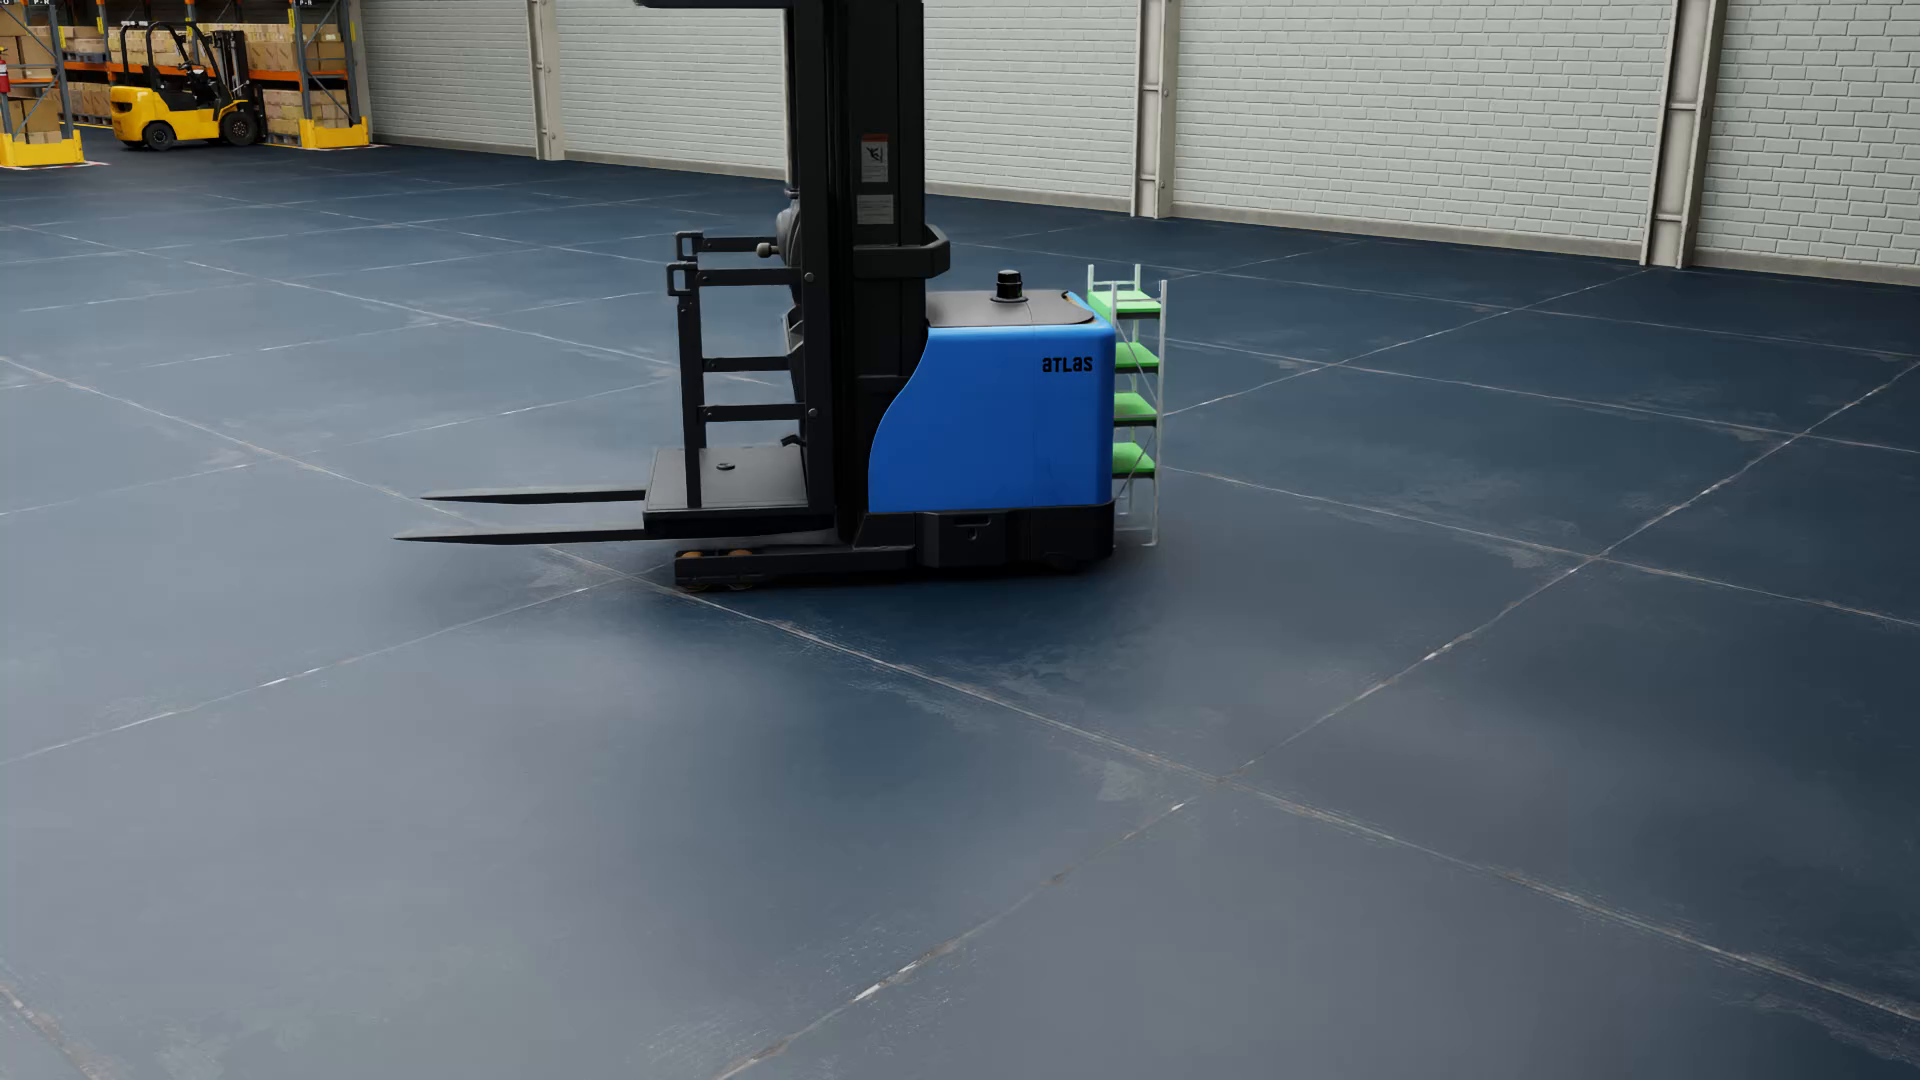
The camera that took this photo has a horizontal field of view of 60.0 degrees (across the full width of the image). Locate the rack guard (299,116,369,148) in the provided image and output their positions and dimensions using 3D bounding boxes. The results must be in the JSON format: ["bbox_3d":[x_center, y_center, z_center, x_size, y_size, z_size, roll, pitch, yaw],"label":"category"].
[{"bbox_3d":[-11.254,-7.343,29.921,0.348,0.500,1.175,15,23,39],"label":"rack guard"}]

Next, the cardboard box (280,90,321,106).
[{"bbox_3d":[-11.823,-7.927,29.829,0.500,0.250,0.500,16,24,41],"label":"cardboard box"}]

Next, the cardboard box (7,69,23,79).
[{"bbox_3d":[-14.986,-7.322,26.140,0.250,0.149,0.380,16,24,41],"label":"cardboard box"}]

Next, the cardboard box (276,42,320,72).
[{"bbox_3d":[-11.814,-8.626,29.668,0.500,0.500,0.500,14,23,38],"label":"cardboard box"}]

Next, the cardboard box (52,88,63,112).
[{"bbox_3d":[-19.630,-9.704,36.669,0.500,0.500,0.500,15,23,39],"label":"cardboard box"}]

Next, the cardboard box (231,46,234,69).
[{"bbox_3d":[-13.325,-9.039,30.970,0.500,0.500,0.500,15,23,39],"label":"cardboard box"}]

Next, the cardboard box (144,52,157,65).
[{"bbox_3d":[-15.936,-9.621,33.216,0.500,0.250,0.500,16,24,41],"label":"cardboard box"}]

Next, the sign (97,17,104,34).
[{"bbox_3d":[-17.609,-10.535,34.064,0.005,0.325,0.100,15,23,39],"label":"sign"}]

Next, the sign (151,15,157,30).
[{"bbox_3d":[-16.889,-10.823,34.843,0.005,0.325,0.100,15,23,39],"label":"sign"}]

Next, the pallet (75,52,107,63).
[{"bbox_3d":[-17.809,-10.174,35.028,1.003,0.211,1.213,15,23,39],"label":"pallet"}]

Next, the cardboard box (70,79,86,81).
[{"bbox_3d":[-19.781,-10.258,37.340,0.250,0.149,0.380,14,22,37],"label":"cardboard box"}]

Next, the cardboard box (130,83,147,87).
[{"bbox_3d":[-17.439,-9.638,35.389,0.250,0.149,0.380,17,24,42],"label":"cardboard box"}]

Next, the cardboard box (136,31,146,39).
[{"bbox_3d":[-16.240,-10.115,33.286,0.250,0.149,0.380,16,23,40],"label":"cardboard box"}]

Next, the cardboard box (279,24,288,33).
[{"bbox_3d":[-11.885,-9.104,29.611,0.250,0.149,0.380,15,23,39],"label":"cardboard box"}]

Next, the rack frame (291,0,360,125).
[{"bbox_3d":[-11.272,-8.539,29.559,0.127,3.000,1.000,15,23,39],"label":"rack frame"}]

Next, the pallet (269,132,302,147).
[{"bbox_3d":[-11.872,-7.354,30.434,1.213,0.211,1.003,15,23,39],"label":"pallet"}]

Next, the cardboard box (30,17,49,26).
[{"bbox_3d":[-21.184,-11.735,38.147,0.500,0.500,0.500,14,23,38],"label":"cardboard box"}]

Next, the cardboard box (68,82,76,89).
[{"bbox_3d":[-19.137,-9.886,36.169,0.250,0.149,0.380,16,24,41],"label":"cardboard box"}]

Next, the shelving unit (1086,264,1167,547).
[{"bbox_3d":[0.741,-0.617,7.573,0.258,1.200,0.503,-2,18,-7],"label":"shelving unit"}]

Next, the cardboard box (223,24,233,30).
[{"bbox_3d":[-13.433,-9.507,30.881,0.250,0.149,0.380,15,23,38],"label":"cardboard box"}]

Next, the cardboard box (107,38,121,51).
[{"bbox_3d":[-17.102,-10.162,34.094,0.500,0.250,0.500,15,23,39],"label":"cardboard box"}]

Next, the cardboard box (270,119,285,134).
[{"bbox_3d":[-12.199,-7.553,30.304,0.500,0.250,0.500,15,23,39],"label":"cardboard box"}]

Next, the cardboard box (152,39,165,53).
[{"bbox_3d":[-15.569,-9.755,32.813,0.500,0.250,0.500,16,23,40],"label":"cardboard box"}]

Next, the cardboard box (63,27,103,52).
[{"bbox_3d":[-18.599,-10.680,35.442,0.637,0.503,0.797,14,23,38],"label":"cardboard box"}]

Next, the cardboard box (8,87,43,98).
[{"bbox_3d":[-21.454,-10.227,38.316,0.500,0.500,0.700,14,22,37],"label":"cardboard box"}]

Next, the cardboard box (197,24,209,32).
[{"bbox_3d":[-14.222,-9.709,31.518,0.250,0.149,0.380,16,23,40],"label":"cardboard box"}]

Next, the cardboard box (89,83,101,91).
[{"bbox_3d":[-18.353,-9.679,35.516,0.250,0.149,0.380,16,24,41],"label":"cardboard box"}]

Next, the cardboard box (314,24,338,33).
[{"bbox_3d":[-11.381,-9.153,29.765,0.250,0.149,0.380,14,23,38],"label":"cardboard box"}]

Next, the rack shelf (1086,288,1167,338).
[{"bbox_3d":[0.741,-1.014,7.447,0.258,0.148,0.480,-2,18,-7],"label":"rack shelf"}]

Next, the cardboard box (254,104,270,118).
[{"bbox_3d":[-12.612,-7.896,30.557,0.500,0.250,0.500,14,23,38],"label":"cardboard box"}]

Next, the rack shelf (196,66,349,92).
[{"bbox_3d":[-12.768,-8.598,30.933,4.000,0.370,1.077,15,23,39],"label":"rack shelf"}]

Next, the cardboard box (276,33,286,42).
[{"bbox_3d":[-11.928,-8.946,29.605,0.250,0.149,0.380,16,23,40],"label":"cardboard box"}]

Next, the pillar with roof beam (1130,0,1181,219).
[{"bbox_3d":[-0.589,-7.154,15.277,0.400,9.000,9.100,15,23,39],"label":"pillar with roof beam"}]

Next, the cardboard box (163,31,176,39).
[{"bbox_3d":[-15.304,-9.849,32.448,0.250,0.149,0.380,14,22,38],"label":"cardboard box"}]

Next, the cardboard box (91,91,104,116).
[{"bbox_3d":[-18.082,-9.293,35.373,0.500,0.500,0.500,15,23,38],"label":"cardboard box"}]

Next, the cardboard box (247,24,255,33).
[{"bbox_3d":[-12.701,-9.295,30.213,0.250,0.149,0.380,16,23,40],"label":"cardboard box"}]

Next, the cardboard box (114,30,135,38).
[{"bbox_3d":[-17.012,-10.318,33.927,0.250,0.149,0.380,16,23,40],"label":"cardboard box"}]

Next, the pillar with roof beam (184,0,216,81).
[{"bbox_3d":[-18.540,-11.973,30.461,0.400,9.000,9.100,15,23,39],"label":"pillar with roof beam"}]

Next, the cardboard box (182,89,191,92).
[{"bbox_3d":[-15.237,-8.670,33.203,0.625,0.625,0.875,15,23,39],"label":"cardboard box"}]

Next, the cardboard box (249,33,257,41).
[{"bbox_3d":[-12.693,-9.154,30.259,0.250,0.149,0.380,15,23,40],"label":"cardboard box"}]

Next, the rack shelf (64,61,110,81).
[{"bbox_3d":[-18.751,-10.204,35.994,4.000,0.370,1.077,15,23,39],"label":"rack shelf"}]

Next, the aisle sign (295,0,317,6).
[{"bbox_3d":[-11.418,-9.698,28.914,0.004,0.787,0.394,15,23,39],"label":"aisle sign"}]

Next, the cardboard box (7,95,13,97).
[{"bbox_3d":[-16.171,-7.203,27.962,0.500,0.500,0.500,17,24,42],"label":"cardboard box"}]

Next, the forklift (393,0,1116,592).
[{"bbox_3d":[-0.893,-1.350,7.020,3.031,2.935,1.130,-2,18,-7],"label":"forklift"}]

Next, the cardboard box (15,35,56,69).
[{"bbox_3d":[-14.734,-7.762,26.455,0.500,0.500,0.500,15,23,38],"label":"cardboard box"}]
